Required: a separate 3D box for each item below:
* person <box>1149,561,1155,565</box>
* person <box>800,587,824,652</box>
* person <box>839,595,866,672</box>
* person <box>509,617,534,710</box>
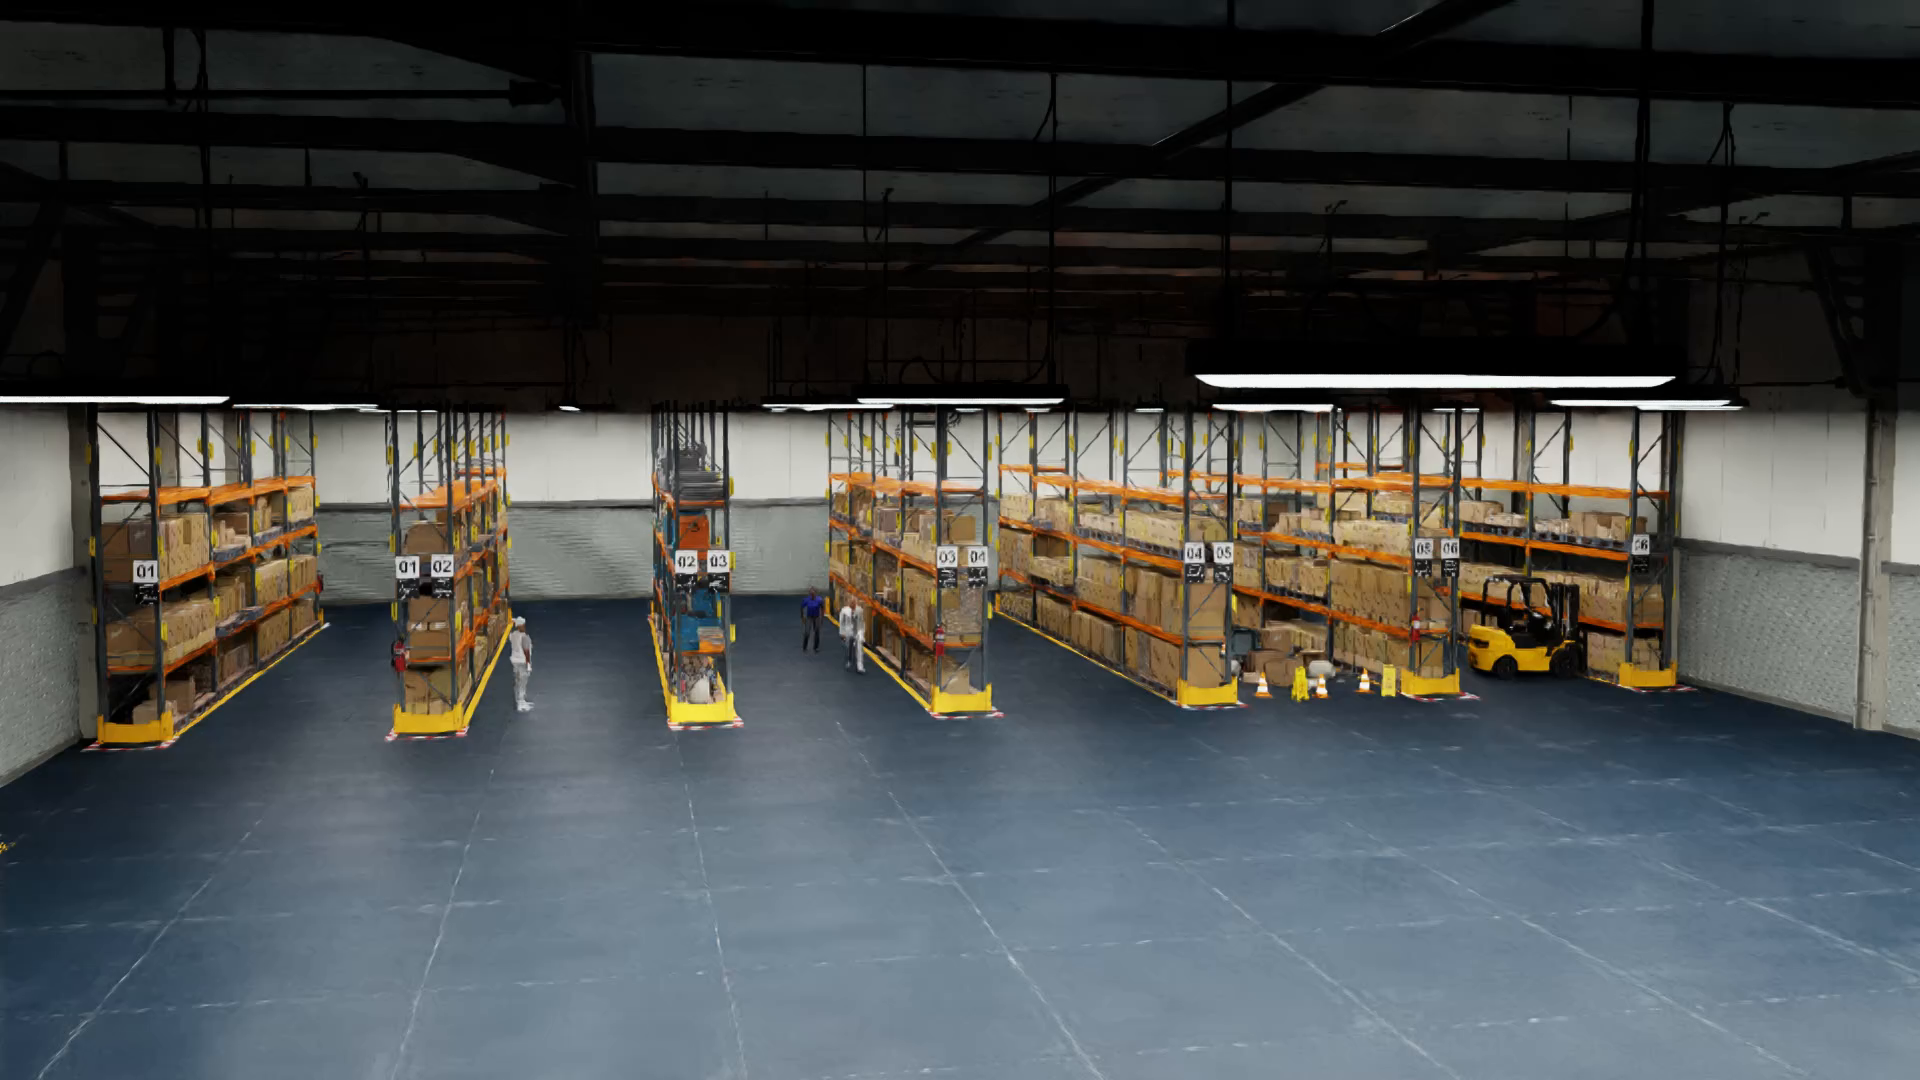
[{"bbox_3d":[5.297,1.357,45.912,0.544,1.788,0.626,0,4,6],"label":"person"},{"bbox_3d":[-3.565,1.909,40.098,0.592,1.604,0.513,-1,4,-13],"label":"person"},{"bbox_3d":[-2.387,2.066,37.023,0.598,1.698,1.193,-1,4,-9],"label":"person"},{"bbox_3d":[-8.484,2.378,32.309,0.450,1.782,0.611,-4,6,-42],"label":"person"}]
